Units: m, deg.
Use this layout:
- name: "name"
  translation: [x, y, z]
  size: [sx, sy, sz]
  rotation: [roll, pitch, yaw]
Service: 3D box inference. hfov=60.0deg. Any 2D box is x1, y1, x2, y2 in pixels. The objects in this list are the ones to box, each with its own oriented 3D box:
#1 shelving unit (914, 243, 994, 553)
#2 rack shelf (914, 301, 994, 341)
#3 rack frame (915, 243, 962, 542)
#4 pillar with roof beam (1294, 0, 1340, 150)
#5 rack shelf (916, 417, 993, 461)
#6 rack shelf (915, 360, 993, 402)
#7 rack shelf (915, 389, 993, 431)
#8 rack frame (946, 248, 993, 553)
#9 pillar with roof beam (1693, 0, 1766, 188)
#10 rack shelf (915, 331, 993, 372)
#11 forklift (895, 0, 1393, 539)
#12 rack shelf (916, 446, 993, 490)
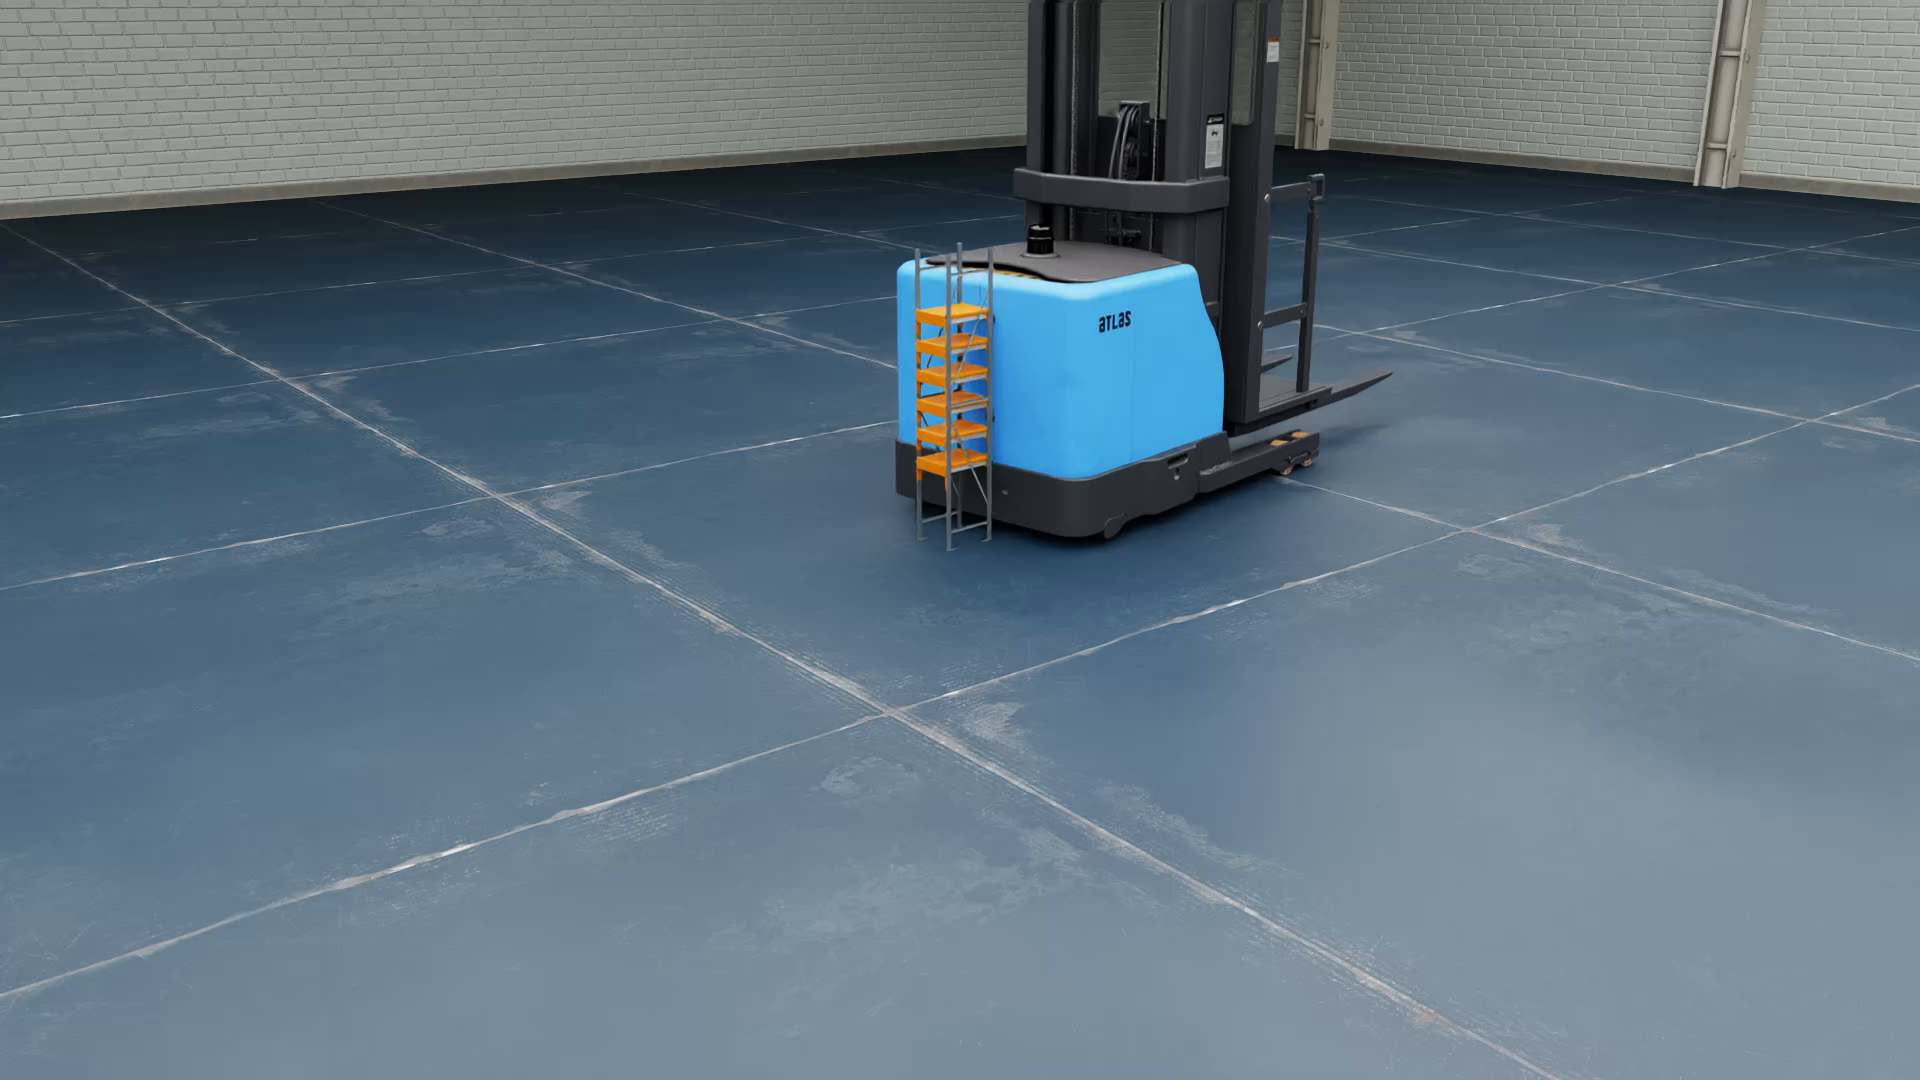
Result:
- name: "shelving unit"
  translation: [-0.023, -0.566, 6.662]
  size: [0.258, 1.200, 0.189]
  rotation: [-16, 24, -39]
- name: "rack shelf"
  translation: [-0.023, -0.865, 6.563]
  size: [0.258, 0.103, 0.180]
  rotation: [-16, 24, -39]
- name: "rack frame"
  translation: [-0.084, -0.587, 6.727]
  size: [0.240, 1.200, 0.006]
  rotation: [-16, 24, -39]
- name: "pillar with roof beam"
  translation: [1.640, -9.003, 19.737]
  size: [9.100, 9.000, 0.400]
  rotation: [-14, 23, -36]
- name: "rack shelf"
  translation: [-0.023, -0.410, 6.714]
  size: [0.258, 0.103, 0.180]
  rotation: [-16, 24, -39]
- name: "rack shelf"
  translation: [-0.023, -0.637, 6.638]
  size: [0.258, 0.103, 0.180]
  rotation: [-16, 24, -39]
- name: "rack shelf"
  translation: [-0.023, -0.523, 6.676]
  size: [0.258, 0.103, 0.180]
  rotation: [-16, 24, -39]
- name: "rack frame"
  translation: [0.038, -0.544, 6.597]
  size: [0.240, 1.200, 0.006]
  rotation: [-16, 24, -39]
- name: "pillar with roof beam"
  translation: [5.365, -7.525, 15.272]
  size: [9.100, 9.000, 0.400]
  rotation: [-14, 23, -36]
- name: "rack shelf"
  translation: [-0.023, -0.751, 6.600]
  size: [0.258, 0.103, 0.180]
  rotation: [-16, 24, -39]
- name: "forklift"
  translation: [1.064, -1.787, 7.595]
  size: [1.130, 2.935, 3.031]
  rotation: [15, 24, 38]
- name: "rack shelf"
  translation: [-0.023, -0.296, 6.751]
  size: [0.258, 0.103, 0.180]
  rotation: [-16, 24, -39]
